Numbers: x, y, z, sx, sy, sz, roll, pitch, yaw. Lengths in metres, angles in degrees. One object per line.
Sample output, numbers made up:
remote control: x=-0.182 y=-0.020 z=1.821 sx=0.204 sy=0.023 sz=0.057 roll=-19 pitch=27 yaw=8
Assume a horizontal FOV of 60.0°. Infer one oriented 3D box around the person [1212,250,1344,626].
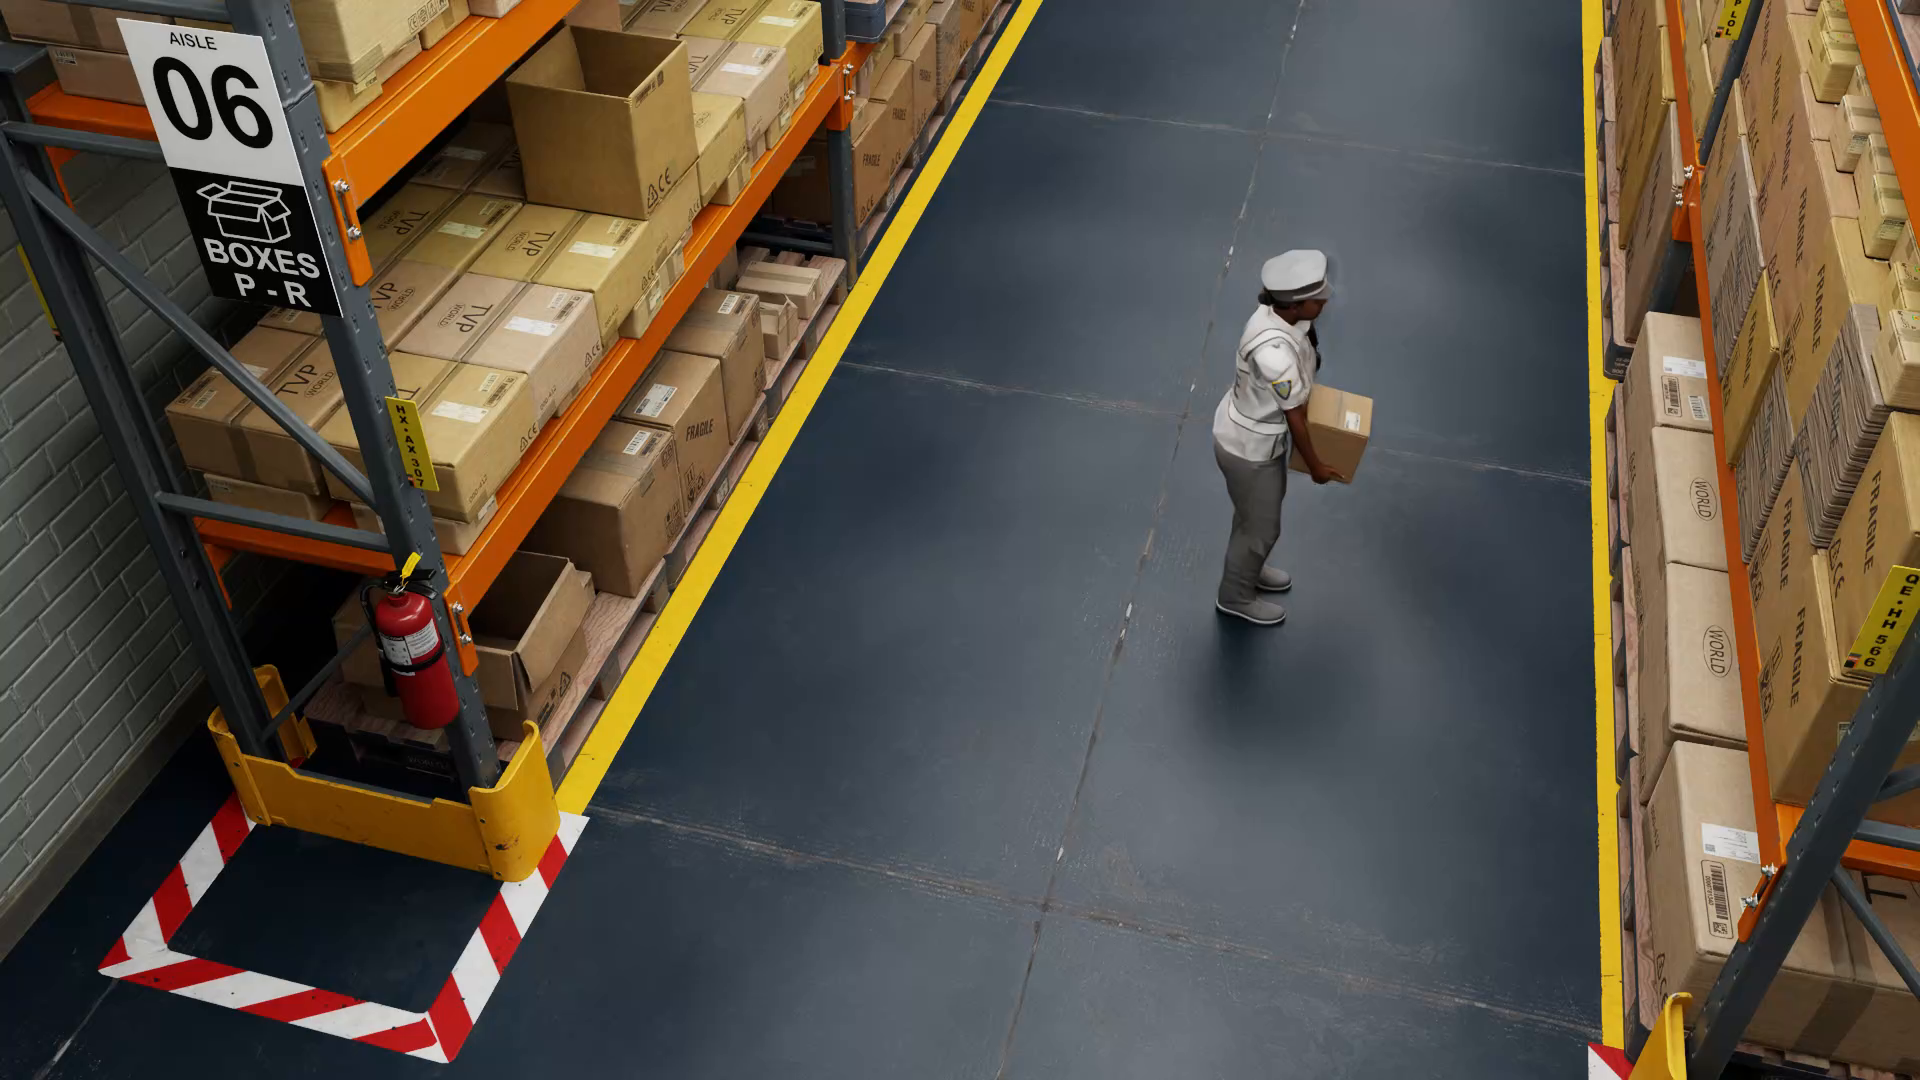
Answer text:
person: x=1.268 y=-0.390 z=6.599 sx=0.533 sy=1.678 sz=0.416 roll=9 pitch=42 yaw=10
